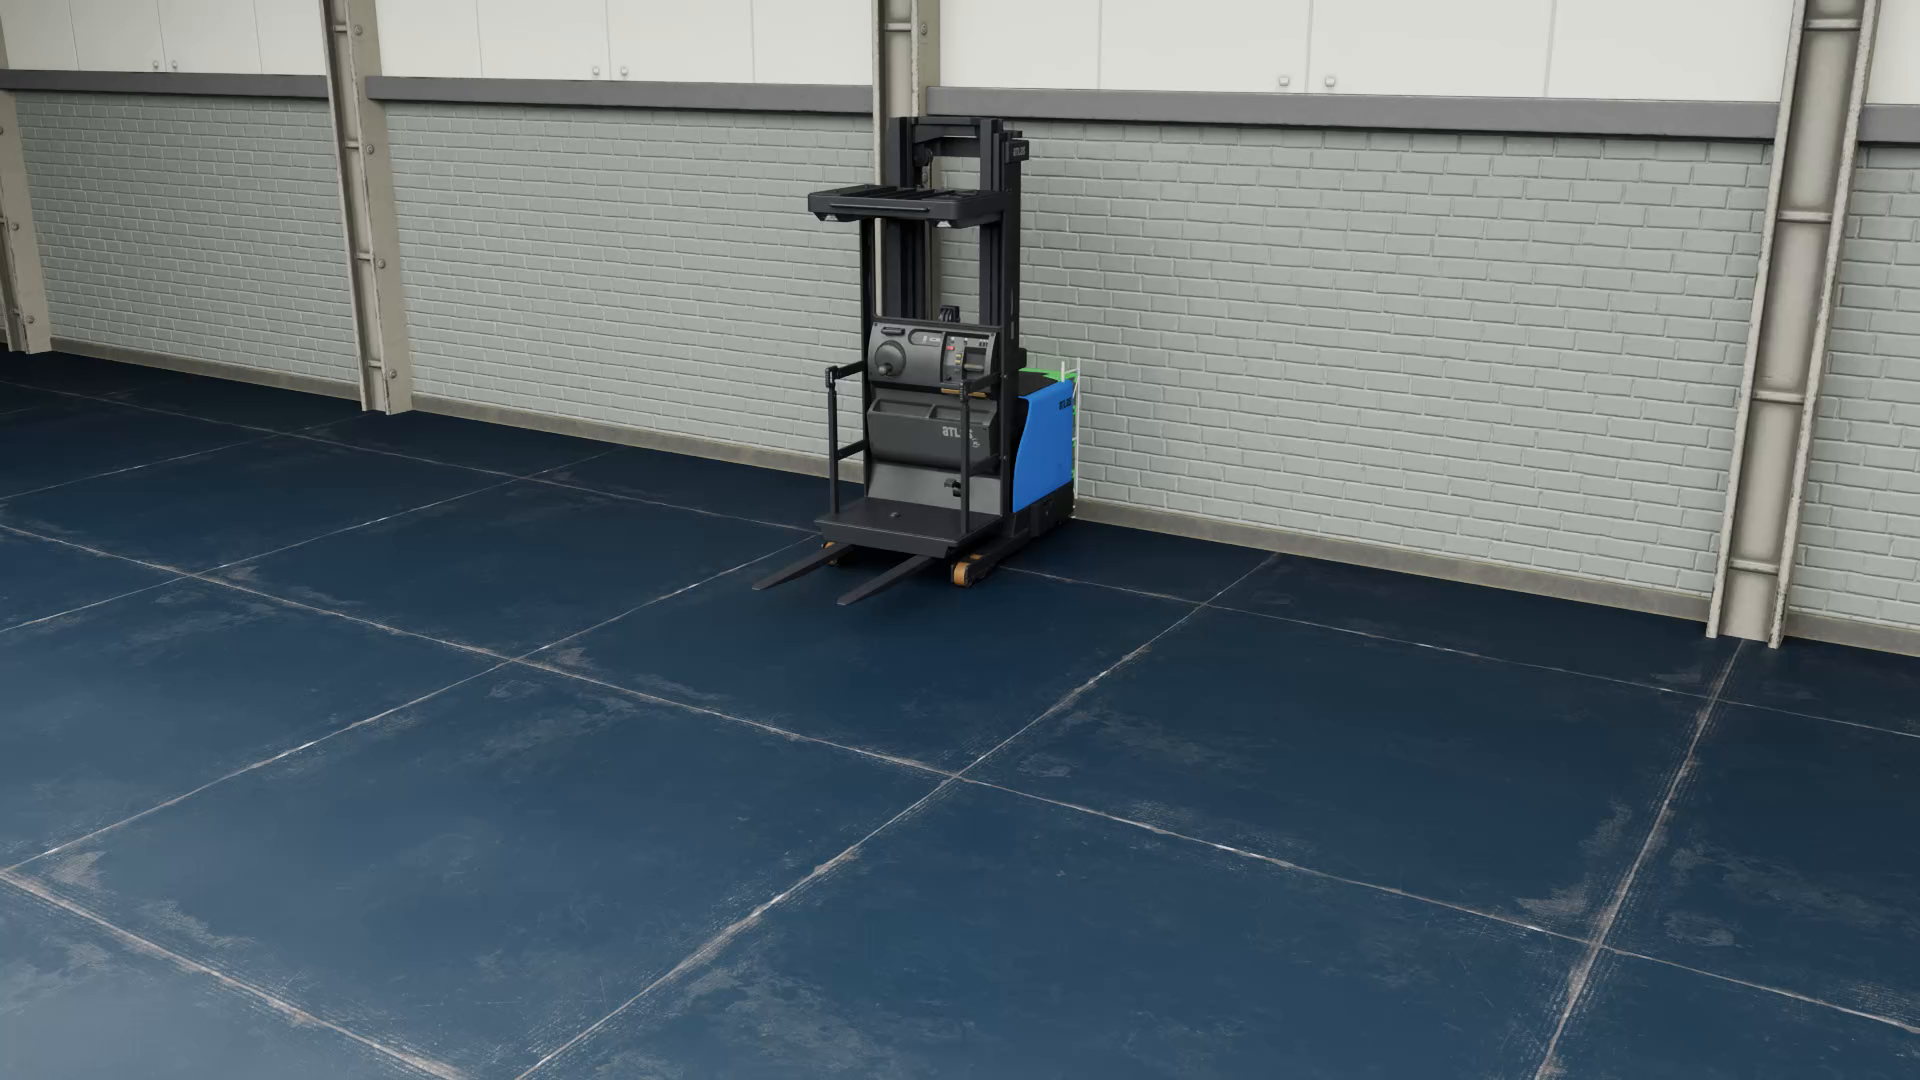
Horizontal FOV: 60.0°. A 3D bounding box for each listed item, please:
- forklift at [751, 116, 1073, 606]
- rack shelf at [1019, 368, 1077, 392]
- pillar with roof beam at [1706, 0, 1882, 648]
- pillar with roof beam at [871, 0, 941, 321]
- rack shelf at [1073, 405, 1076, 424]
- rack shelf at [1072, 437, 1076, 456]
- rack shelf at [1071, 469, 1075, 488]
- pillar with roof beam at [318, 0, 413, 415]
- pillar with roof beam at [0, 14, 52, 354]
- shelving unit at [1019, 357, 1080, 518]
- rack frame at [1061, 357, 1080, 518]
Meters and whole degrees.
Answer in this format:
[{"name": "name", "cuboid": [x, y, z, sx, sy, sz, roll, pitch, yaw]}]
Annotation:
[{"name": "forklift", "cuboid": [-0.286, -1.241, 10.924, 1.130, 2.935, 3.031, 9, 19, 26]}, {"name": "rack shelf", "cuboid": [0.601, -1.164, 12.178, 0.480, 0.148, 0.258, 11, 19, 33]}, {"name": "pillar with roof beam", "cuboid": [2.470, -2.669, 5.184, 0.400, 9.000, 9.100, 10, 20, 30]}, {"name": "pillar with roof beam", "cuboid": [-2.642, -3.581, 8.189, 0.400, 9.000, 9.100, 10, 20, 30]}, {"name": "rack shelf", "cuboid": [0.600, -0.934, 12.244, 0.480, 0.148, 0.258, 11, 19, 33]}, {"name": "rack shelf", "cuboid": [0.600, -0.703, 12.311, 0.480, 0.148, 0.258, 11, 19, 33]}, {"name": "rack shelf", "cuboid": [0.599, -0.473, 12.378, 0.480, 0.148, 0.258, 11, 19, 33]}, {"name": "pillar with roof beam", "cuboid": [-7.755, -4.494, 11.193, 0.400, 9.000, 9.100, 10, 20, 30]}, {"name": "pillar with roof beam", "cuboid": [-12.868, -5.407, 14.198, 0.400, 9.000, 9.100, 10, 20, 30]}, {"name": "shelving unit", "cuboid": [0.600, -0.764, 12.293, 0.503, 1.200, 0.258, 11, 19, 33]}, {"name": "rack frame", "cuboid": [0.800, -0.726, 12.160, 0.015, 1.200, 0.240, 11, 19, 33]}]
